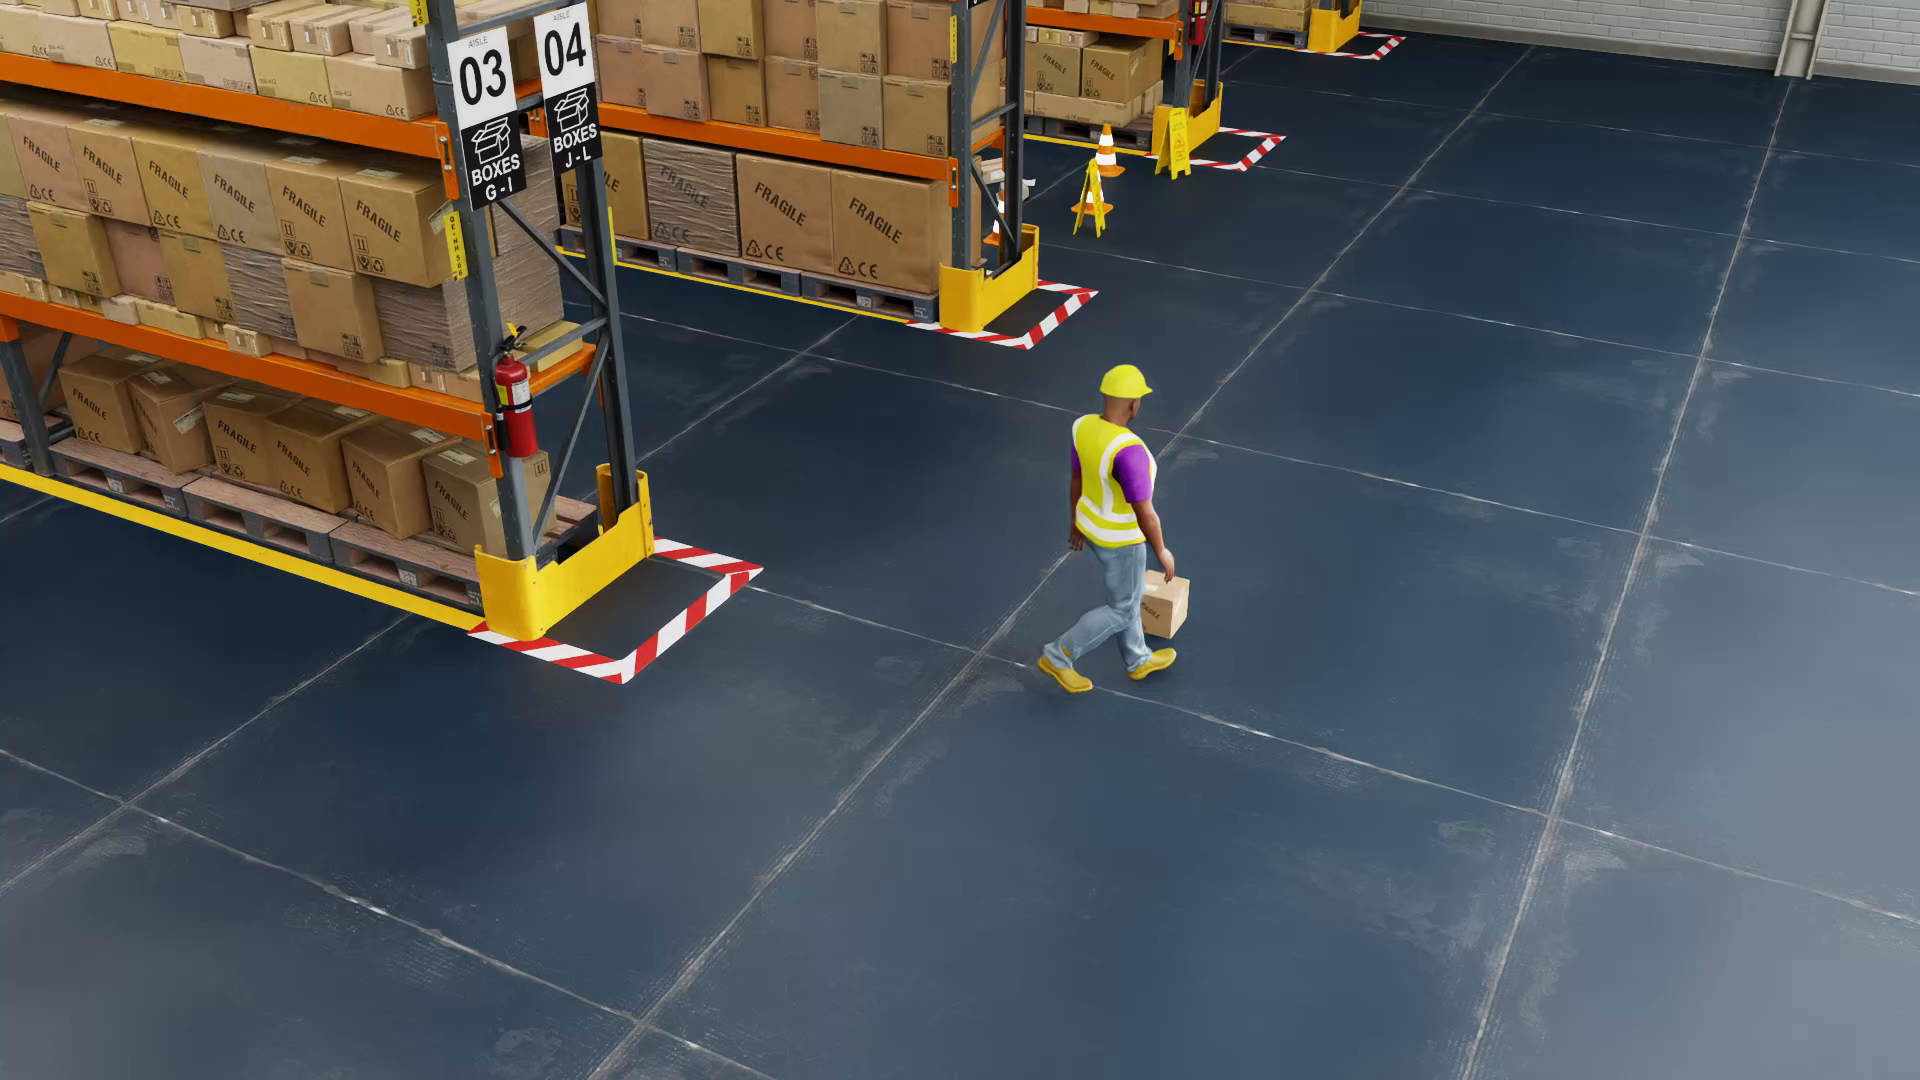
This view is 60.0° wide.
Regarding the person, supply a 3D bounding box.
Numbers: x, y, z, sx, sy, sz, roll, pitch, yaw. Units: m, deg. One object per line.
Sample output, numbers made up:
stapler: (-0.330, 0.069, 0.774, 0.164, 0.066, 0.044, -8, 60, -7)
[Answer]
person: (0.771, -0.023, 8.313, 0.822, 1.754, 0.654, -11, 32, -19)
